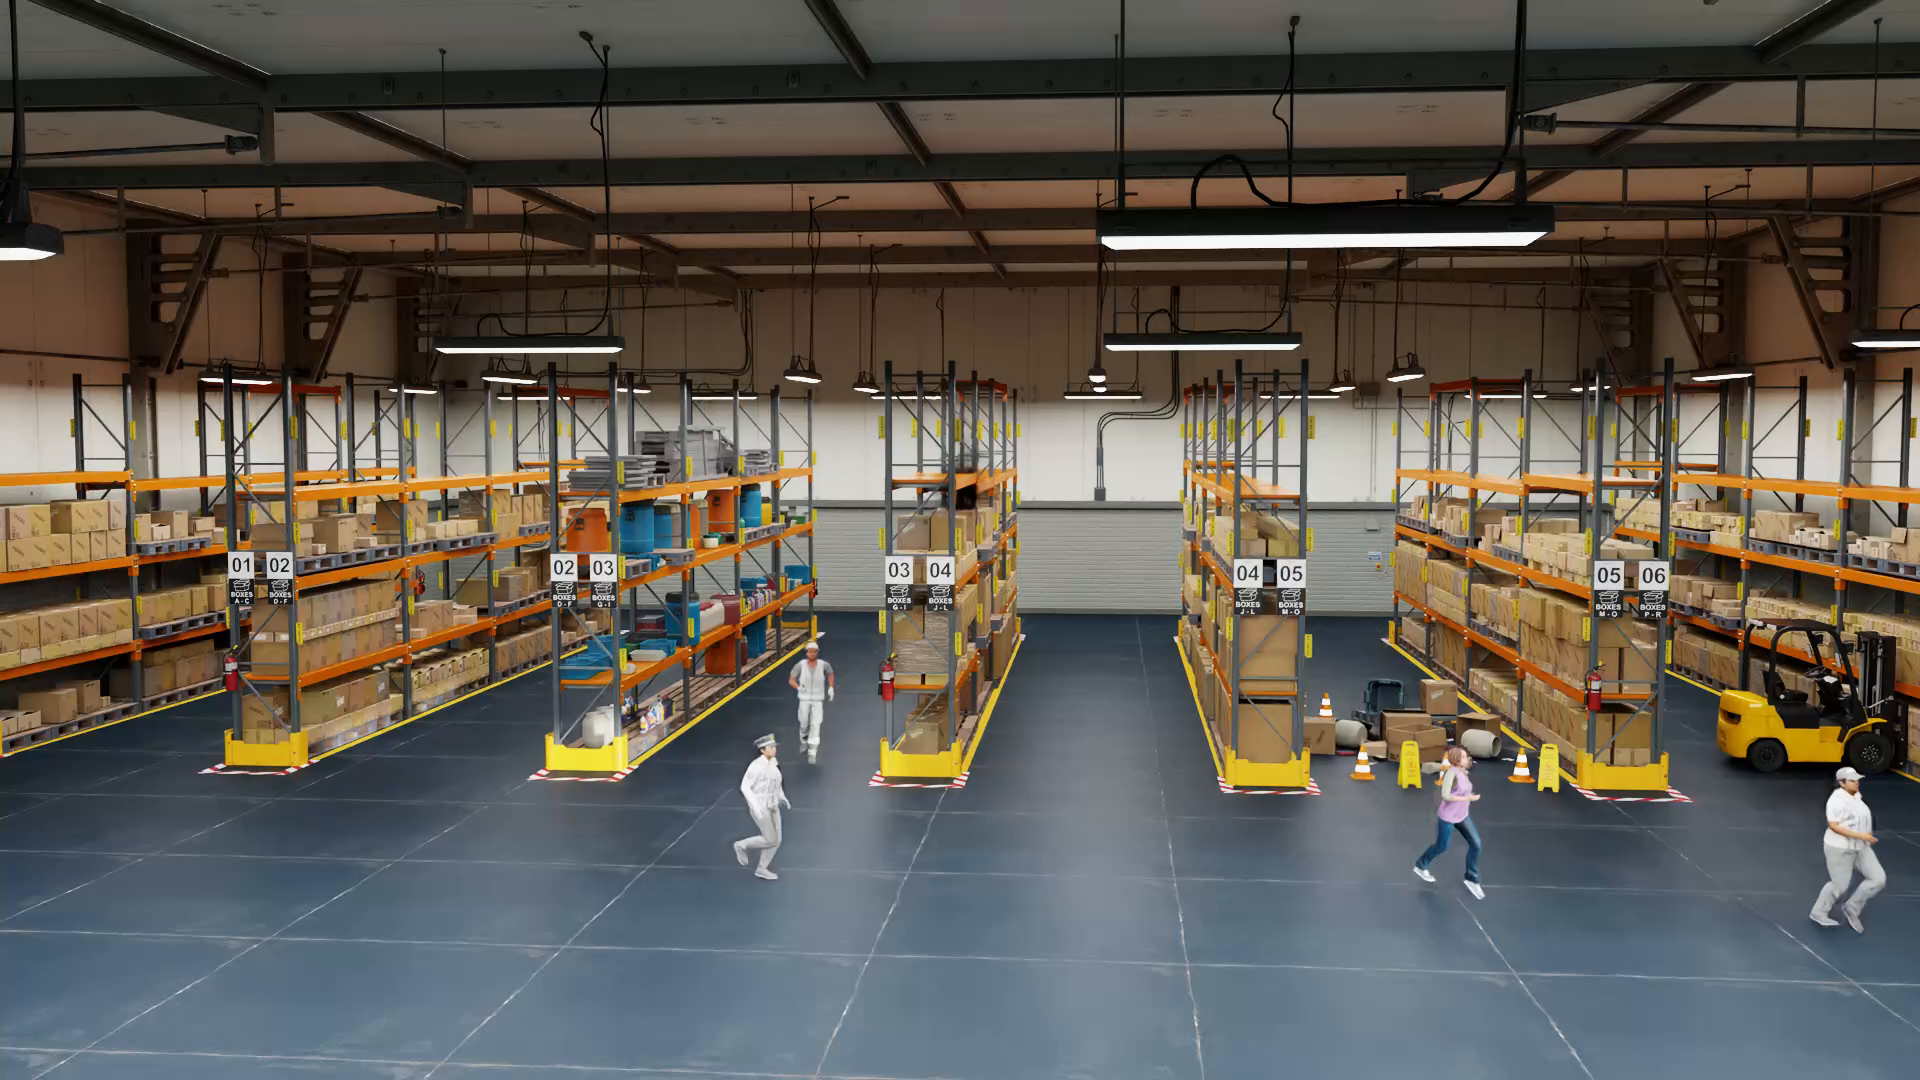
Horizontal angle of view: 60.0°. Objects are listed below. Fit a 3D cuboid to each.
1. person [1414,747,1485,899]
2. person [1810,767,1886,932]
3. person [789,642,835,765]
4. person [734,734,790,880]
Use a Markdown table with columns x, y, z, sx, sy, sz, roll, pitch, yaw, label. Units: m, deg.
| x | y | z | sx | sy | sz | roll | pitch | yaw | label |
| --- | --- | --- | --- | --- | --- | --- | --- | --- | --- |
| 5.270 | 3.040 | 17.994 | 0.512 | 1.626 | 0.807 | -3 | 5 | -40 | person |
| 8.883 | 3.093 | 16.633 | 0.605 | 1.666 | 0.646 | -2 | 4 | -31 | person |
| -2.233 | 2.424 | 25.070 | 0.693 | 1.791 | 0.893 | 0 | 4 | -6 | person |
| -2.217 | 2.968 | 18.592 | 0.581 | 1.644 | 0.605 | 2 | 4 | 29 | person |
